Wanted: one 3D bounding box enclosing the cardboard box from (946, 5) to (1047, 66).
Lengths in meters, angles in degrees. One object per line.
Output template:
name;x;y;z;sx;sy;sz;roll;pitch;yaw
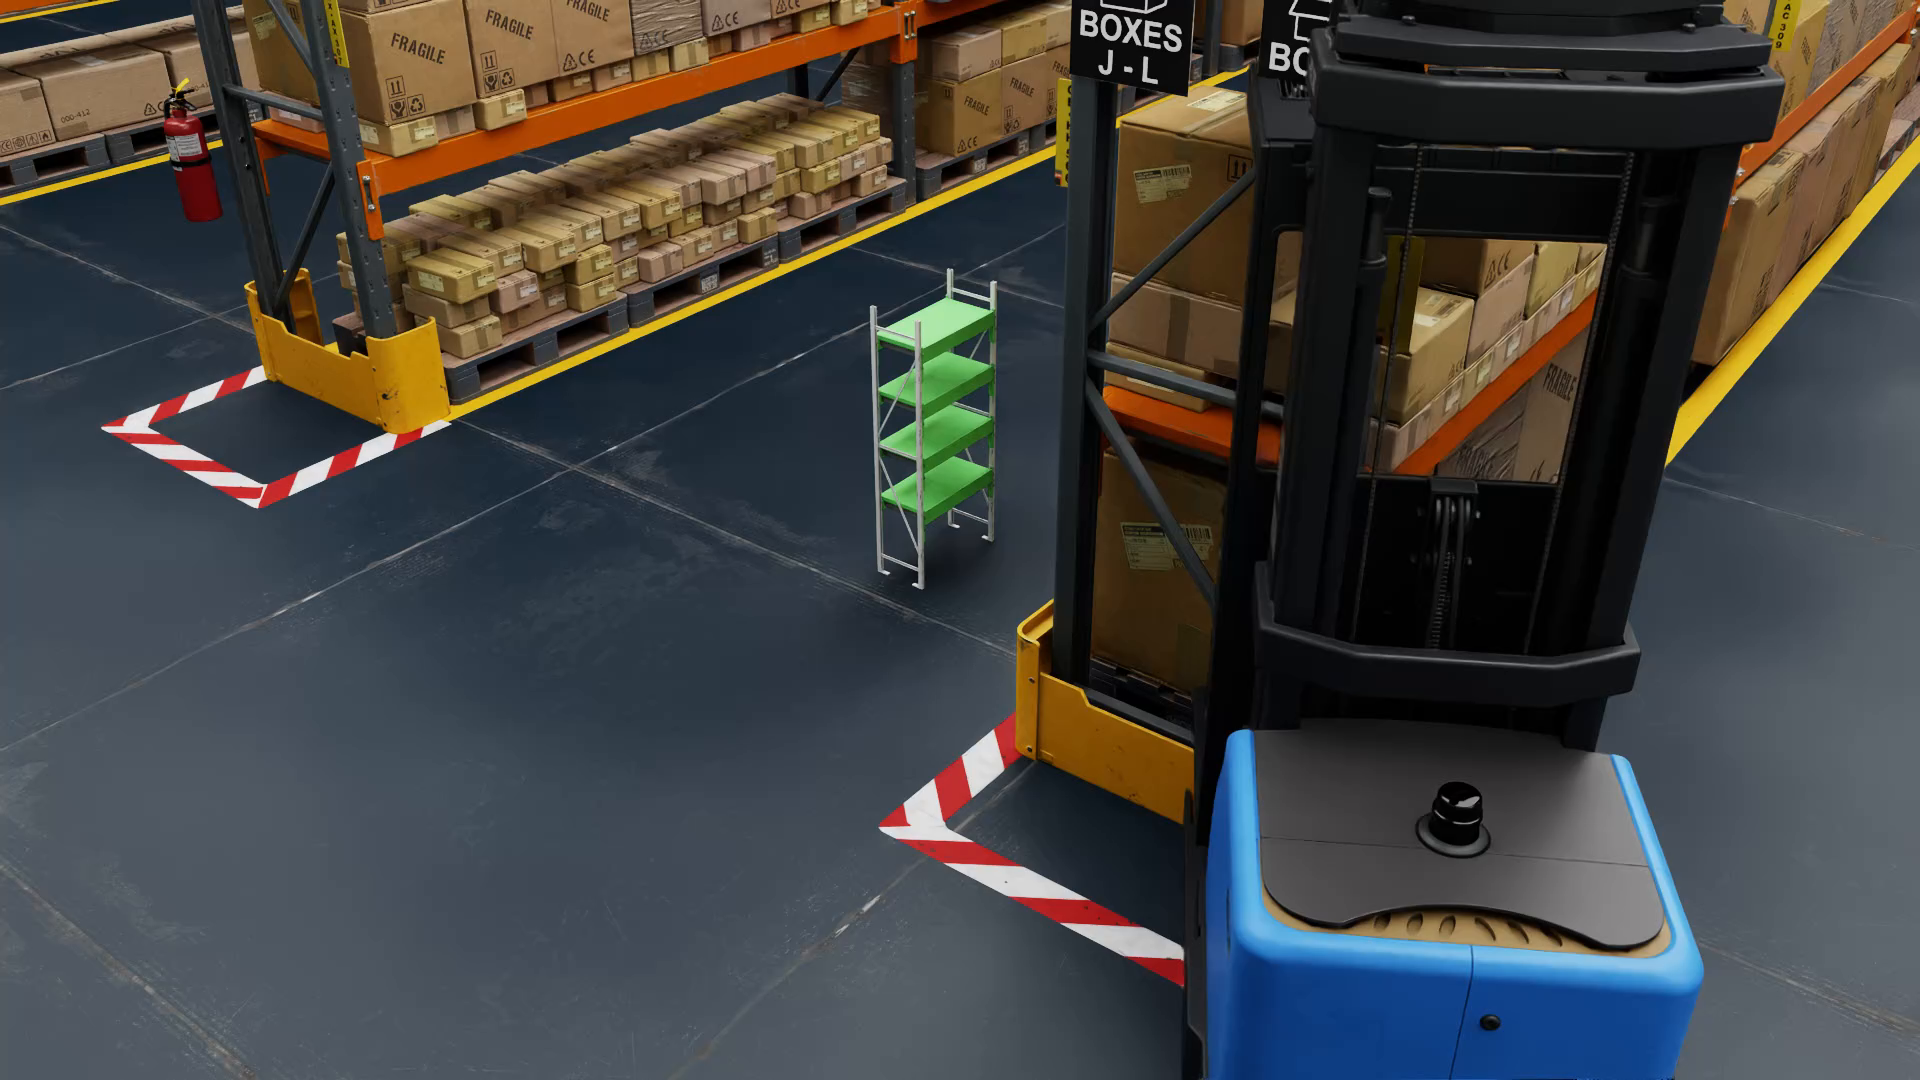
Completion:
cardboard box;0.253;-3.500;11.517;0.500;0.250;0.500;22;37;33

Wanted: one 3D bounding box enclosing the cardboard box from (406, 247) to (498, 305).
cardboard box;-2.550;-1.328;8.350;0.380;0.149;0.250;19;36;29

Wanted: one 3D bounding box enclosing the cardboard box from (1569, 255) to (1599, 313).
cardboard box;2.161;-1.002;6.245;0.380;0.149;0.250;20;36;30

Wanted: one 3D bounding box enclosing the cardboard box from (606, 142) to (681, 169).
cardboard box;-1.880;-2.230;9.872;0.380;0.149;0.250;19;36;29

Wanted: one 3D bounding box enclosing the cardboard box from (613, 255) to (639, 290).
cardboard box;-2.009;-1.516;9.250;0.380;0.149;0.250;21;37;31

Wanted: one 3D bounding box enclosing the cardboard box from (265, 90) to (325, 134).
cardboard box;-3.166;-2.121;8.133;0.380;0.149;0.250;21;37;31

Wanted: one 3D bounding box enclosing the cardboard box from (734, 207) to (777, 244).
cardboard box;-1.313;-1.905;9.906;0.380;0.149;0.250;21;37;31

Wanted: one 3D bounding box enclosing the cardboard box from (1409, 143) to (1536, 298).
cardboard box;1.563;-1.143;5.357;0.500;0.500;0.500;20;36;30

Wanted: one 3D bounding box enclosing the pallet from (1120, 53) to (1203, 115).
pallet;1.219;-3.744;13.361;1.003;0.211;1.213;21;37;31

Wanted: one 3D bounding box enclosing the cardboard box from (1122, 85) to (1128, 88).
cardboard box;1.186;-3.809;12.774;0.500;0.500;0.500;23;38;33

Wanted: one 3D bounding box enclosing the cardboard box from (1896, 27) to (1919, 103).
cardboard box;6.635;-3.548;12.315;0.700;0.500;0.500;25;39;35

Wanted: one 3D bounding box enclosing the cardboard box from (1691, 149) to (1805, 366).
cardboard box;3.541;-1.601;8.681;1.225;0.875;0.875;21;37;31

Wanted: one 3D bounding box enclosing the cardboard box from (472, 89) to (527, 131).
cardboard box;-2.355;-2.141;8.167;0.380;0.149;0.250;20;36;30

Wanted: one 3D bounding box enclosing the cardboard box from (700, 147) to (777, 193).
cardboard box;-1.306;-2.181;9.789;0.380;0.149;0.250;19;36;29

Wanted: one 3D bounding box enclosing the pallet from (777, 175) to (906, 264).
pallet;-1.100;-2.152;10.674;1.003;0.211;1.213;21;37;31

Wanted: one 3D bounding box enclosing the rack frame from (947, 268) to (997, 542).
rack frame;0.047;-0.548;6.998;0.240;1.200;0.015;21;37;31

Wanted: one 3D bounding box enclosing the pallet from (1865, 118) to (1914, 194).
pallet;6.058;-2.811;11.787;1.003;0.211;1.213;21;37;31

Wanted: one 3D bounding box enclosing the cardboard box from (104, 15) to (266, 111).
cardboard box;-5.735;-3.610;12.500;0.875;0.438;0.875;20;36;30

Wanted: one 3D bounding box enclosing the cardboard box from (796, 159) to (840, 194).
cardboard box;-0.961;-2.264;10.220;0.380;0.149;0.250;20;36;30

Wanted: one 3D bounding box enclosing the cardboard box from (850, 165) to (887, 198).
cardboard box;-0.688;-2.325;10.616;0.380;0.149;0.250;22;37;32

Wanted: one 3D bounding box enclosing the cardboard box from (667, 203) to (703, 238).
cardboard box;-1.702;-1.884;9.580;0.380;0.149;0.250;23;38;33

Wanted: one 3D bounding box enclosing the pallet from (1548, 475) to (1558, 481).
pallet;1.913;-0.085;7.187;1.003;0.211;1.213;21;37;31

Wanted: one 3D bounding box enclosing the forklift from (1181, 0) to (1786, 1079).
forklift;1.288;-0.182;4.682;1.130;2.935;3.031;3;31;6

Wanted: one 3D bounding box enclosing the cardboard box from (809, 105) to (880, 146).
cardboard box;-0.730;-2.621;10.531;0.380;0.149;0.250;22;37;33

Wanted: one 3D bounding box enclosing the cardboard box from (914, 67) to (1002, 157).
cardboard box;-0.065;-2.959;11.341;0.500;0.500;0.500;23;37;33

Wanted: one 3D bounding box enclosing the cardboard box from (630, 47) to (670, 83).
cardboard box;-1.780;-2.582;8.911;0.380;0.149;0.250;23;37;33

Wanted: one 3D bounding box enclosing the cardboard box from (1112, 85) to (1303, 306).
cardboard box;0.840;-1.107;5.295;0.500;0.500;0.500;22;37;32

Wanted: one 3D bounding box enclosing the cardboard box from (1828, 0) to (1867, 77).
cardboard box;4.560;-2.840;9.003;0.500;0.500;0.500;22;37;32

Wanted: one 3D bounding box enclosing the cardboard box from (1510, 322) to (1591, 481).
cardboard box;2.165;-0.725;7.203;0.875;0.875;0.875;21;37;31

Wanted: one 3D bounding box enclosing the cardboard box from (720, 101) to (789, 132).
cardboard box;-1.310;-2.676;10.623;0.380;0.149;0.250;23;38;34

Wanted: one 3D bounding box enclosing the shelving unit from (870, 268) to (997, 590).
shelving unit;-0.100;-0.449;6.831;0.258;1.200;0.503;21;37;31

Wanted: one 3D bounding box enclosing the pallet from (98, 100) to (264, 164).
pallet;-5.988;-3.135;12.333;1.003;0.211;1.213;21;37;31

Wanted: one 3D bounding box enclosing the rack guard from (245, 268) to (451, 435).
rack guard;-3.092;-0.965;8.388;1.175;0.500;0.348;21;37;31

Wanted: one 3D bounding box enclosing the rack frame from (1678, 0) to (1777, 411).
rack frame;3.170;-2.068;7.797;1.000;3.000;0.127;21;37;31

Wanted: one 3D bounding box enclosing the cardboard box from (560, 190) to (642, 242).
cardboard box;-1.967;-1.776;9.106;0.380;0.149;0.250;23;37;33

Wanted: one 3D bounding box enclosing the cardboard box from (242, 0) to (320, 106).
cardboard box;-3.071;-2.442;8.039;0.500;0.500;0.500;22;37;32

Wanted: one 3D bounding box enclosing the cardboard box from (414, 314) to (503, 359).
cardboard box;-2.566;-1.078;8.511;0.380;0.149;0.250;22;37;32

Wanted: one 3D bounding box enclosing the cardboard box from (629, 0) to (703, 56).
cardboard box;-1.735;-2.908;8.824;0.500;0.500;0.500;20;36;30

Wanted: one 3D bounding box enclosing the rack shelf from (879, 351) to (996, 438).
rack shelf;-0.100;-0.600;6.741;0.258;0.148;0.480;21;37;31

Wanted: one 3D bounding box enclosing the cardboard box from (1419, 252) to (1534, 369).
cardboard box;1.569;-0.831;5.565;0.500;0.250;0.500;21;36;31

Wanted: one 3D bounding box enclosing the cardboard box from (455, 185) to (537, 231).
cardboard box;-2.561;-1.827;9.192;0.380;0.149;0.250;20;36;29

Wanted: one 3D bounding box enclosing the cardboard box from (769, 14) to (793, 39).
cardboard box;-1.197;-3.027;9.662;0.380;0.149;0.250;20;36;30

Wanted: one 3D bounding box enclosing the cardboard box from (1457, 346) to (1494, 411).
cardboard box;1.541;-0.586;5.542;0.380;0.149;0.250;20;36;30

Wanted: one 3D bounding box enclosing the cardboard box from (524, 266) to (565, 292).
cardboard box;-2.329;-1.446;8.841;0.380;0.149;0.250;22;37;32

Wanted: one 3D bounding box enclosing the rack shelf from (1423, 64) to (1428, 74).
rack shelf;1.963;-2.236;5.844;1.077;0.370;4.000;21;37;31

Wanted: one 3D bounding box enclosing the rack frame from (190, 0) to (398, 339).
rack frame;-3.138;-2.009;7.699;1.000;3.000;0.127;21;37;31

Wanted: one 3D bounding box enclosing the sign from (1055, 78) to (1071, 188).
sign;0.332;-1.215;4.989;0.100;0.325;0.005;21;37;31
